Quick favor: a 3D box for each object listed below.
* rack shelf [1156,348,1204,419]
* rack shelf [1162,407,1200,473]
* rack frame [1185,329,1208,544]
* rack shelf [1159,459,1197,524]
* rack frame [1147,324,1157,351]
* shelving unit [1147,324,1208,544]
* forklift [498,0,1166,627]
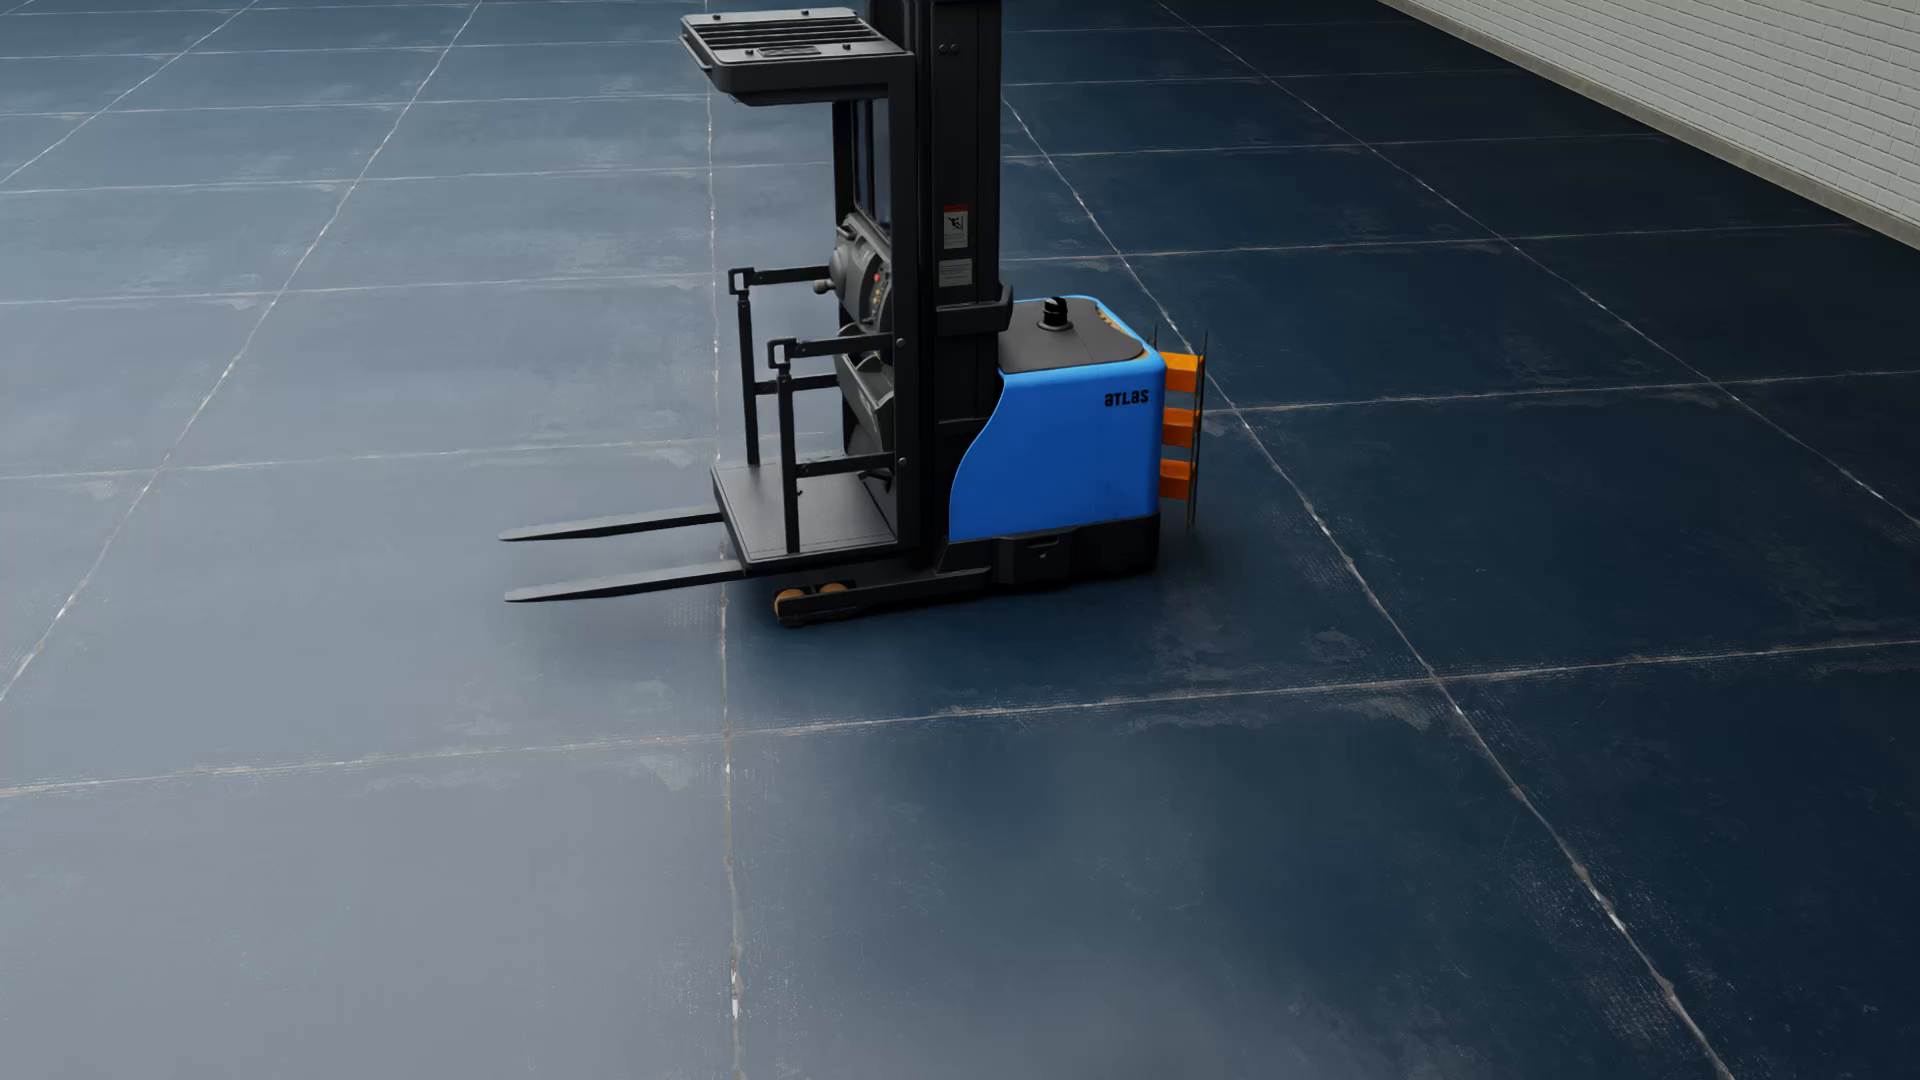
[{"bbox_3d":[1.029,-0.753,7.969,0.240,0.259,0.215,8,28,16],"label":"rack shelf"},{"bbox_3d":[1.030,-0.501,8.098,0.240,0.259,0.215,8,28,16],"label":"rack shelf"},{"bbox_3d":[1.146,-0.493,8.059,0.008,1.050,0.200,8,28,16],"label":"rack frame"},{"bbox_3d":[1.031,-0.253,8.225,0.240,0.259,0.215,8,28,16],"label":"rack shelf"},{"bbox_3d":[0.914,-0.527,8.127,0.008,1.050,0.200,8,28,16],"label":"rack frame"},{"bbox_3d":[1.030,-0.510,8.093,0.252,1.050,0.215,8,28,16],"label":"shelving unit"},{"bbox_3d":[-0.625,-1.183,7.345,3.031,2.935,1.130,-8,28,-15],"label":"forklift"}]
